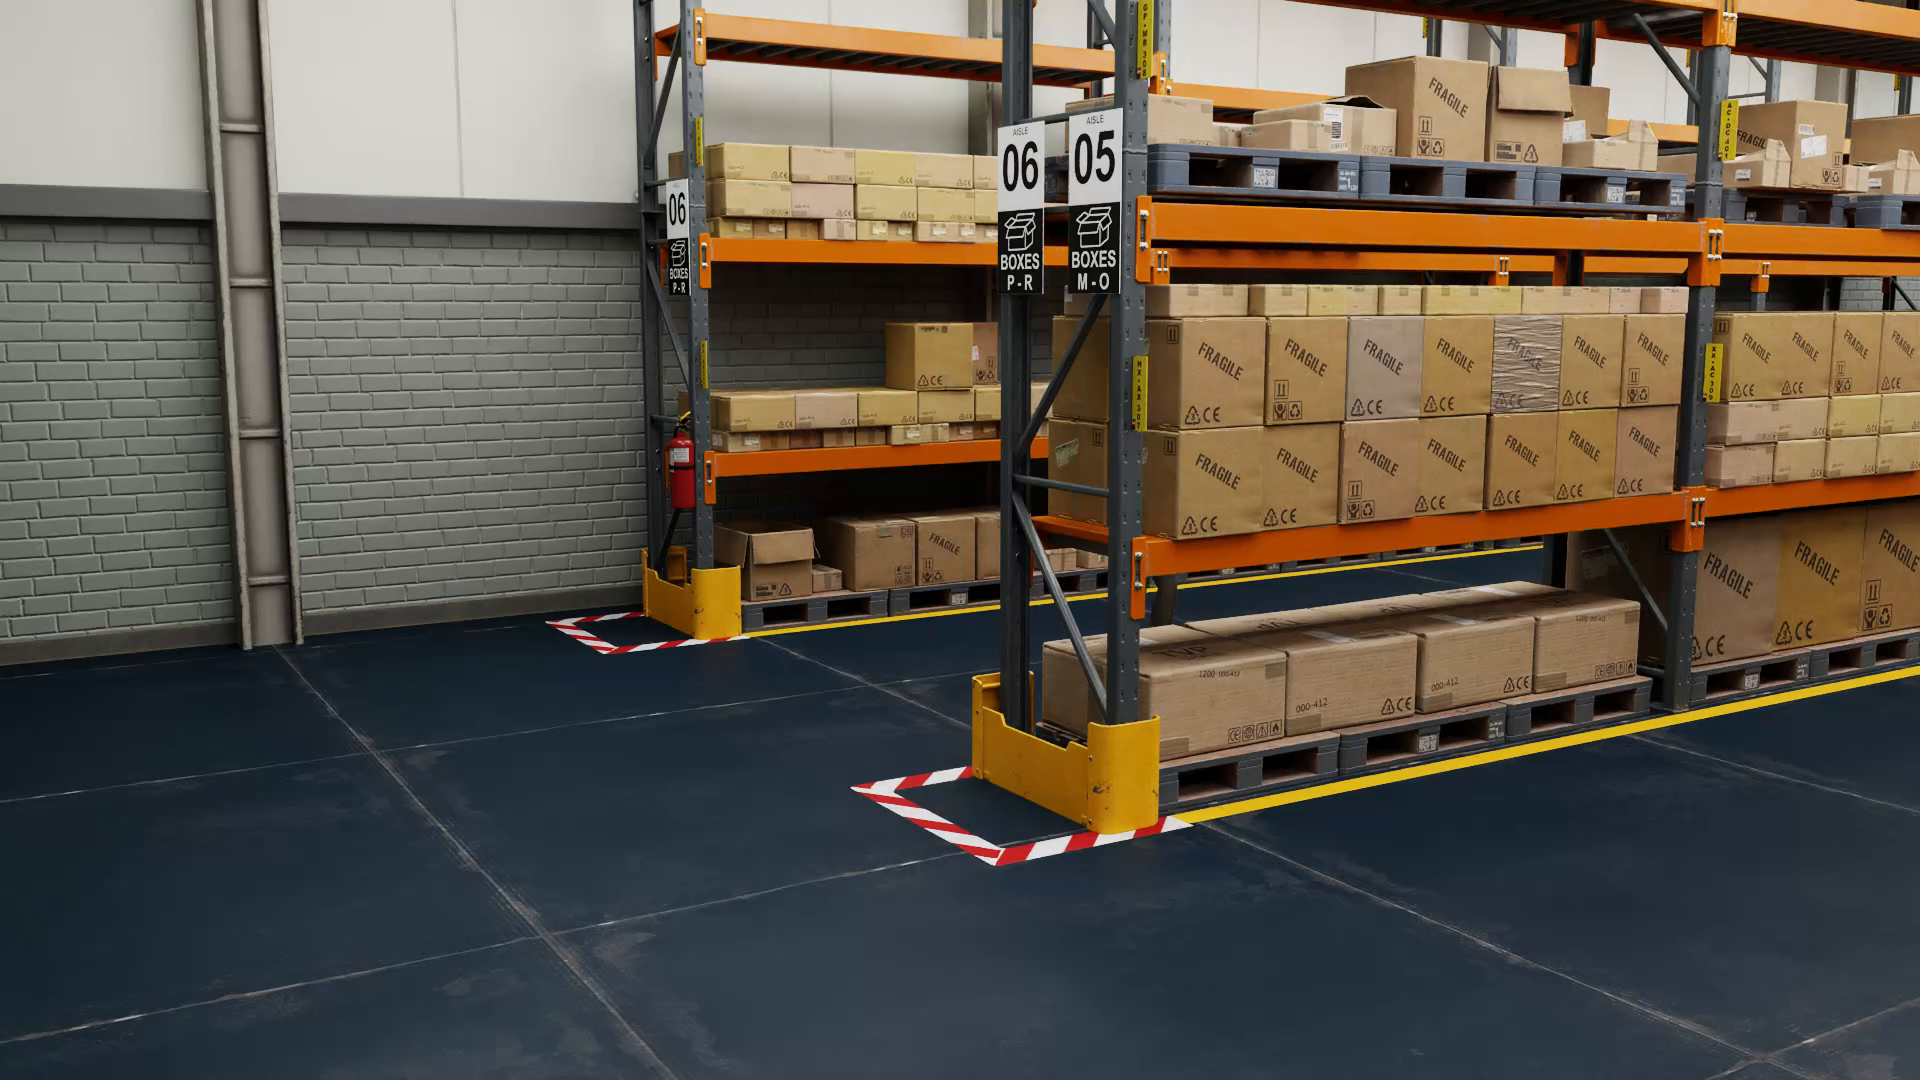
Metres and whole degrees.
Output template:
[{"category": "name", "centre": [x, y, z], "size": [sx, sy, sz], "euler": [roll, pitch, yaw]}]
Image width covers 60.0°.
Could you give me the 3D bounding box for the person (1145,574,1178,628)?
[{"category": "person", "centre": [1.248, 0.002, 10.800], "size": [0.531, 1.664, 0.420], "euler": [-6, 10, -34]}]
